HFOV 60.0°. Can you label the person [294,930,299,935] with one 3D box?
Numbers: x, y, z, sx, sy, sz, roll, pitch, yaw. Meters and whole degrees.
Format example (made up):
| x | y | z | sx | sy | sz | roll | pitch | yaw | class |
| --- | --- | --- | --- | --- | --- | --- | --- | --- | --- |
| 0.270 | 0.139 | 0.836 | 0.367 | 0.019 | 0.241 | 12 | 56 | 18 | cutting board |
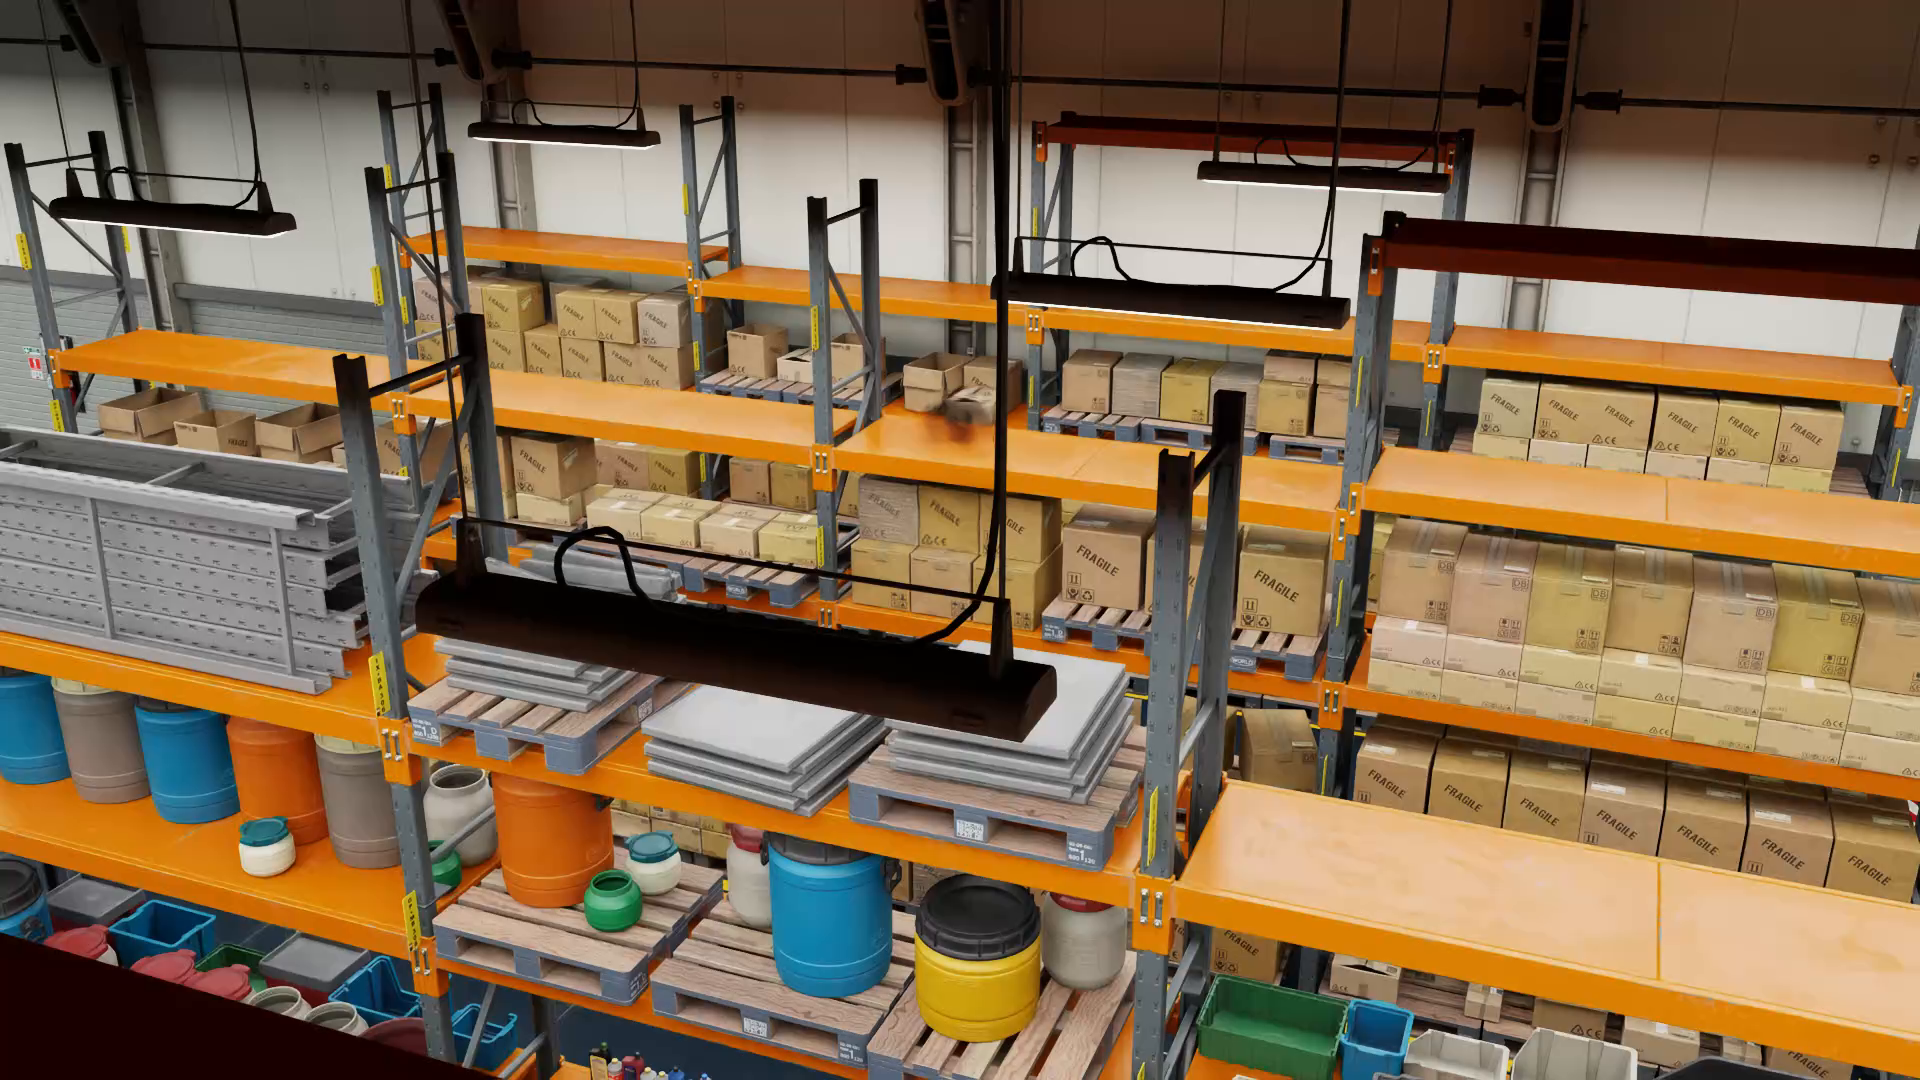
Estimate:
| x | y | z | sx | sy | sz | roll | pitch | yaw | class |
| --- | --- | --- | --- | --- | --- | --- | --- | --- | --- |
| -4.278 | 3.226 | 11.496 | 0.508 | 1.816 | 0.595 | -11 | 23 | -26 | person |
